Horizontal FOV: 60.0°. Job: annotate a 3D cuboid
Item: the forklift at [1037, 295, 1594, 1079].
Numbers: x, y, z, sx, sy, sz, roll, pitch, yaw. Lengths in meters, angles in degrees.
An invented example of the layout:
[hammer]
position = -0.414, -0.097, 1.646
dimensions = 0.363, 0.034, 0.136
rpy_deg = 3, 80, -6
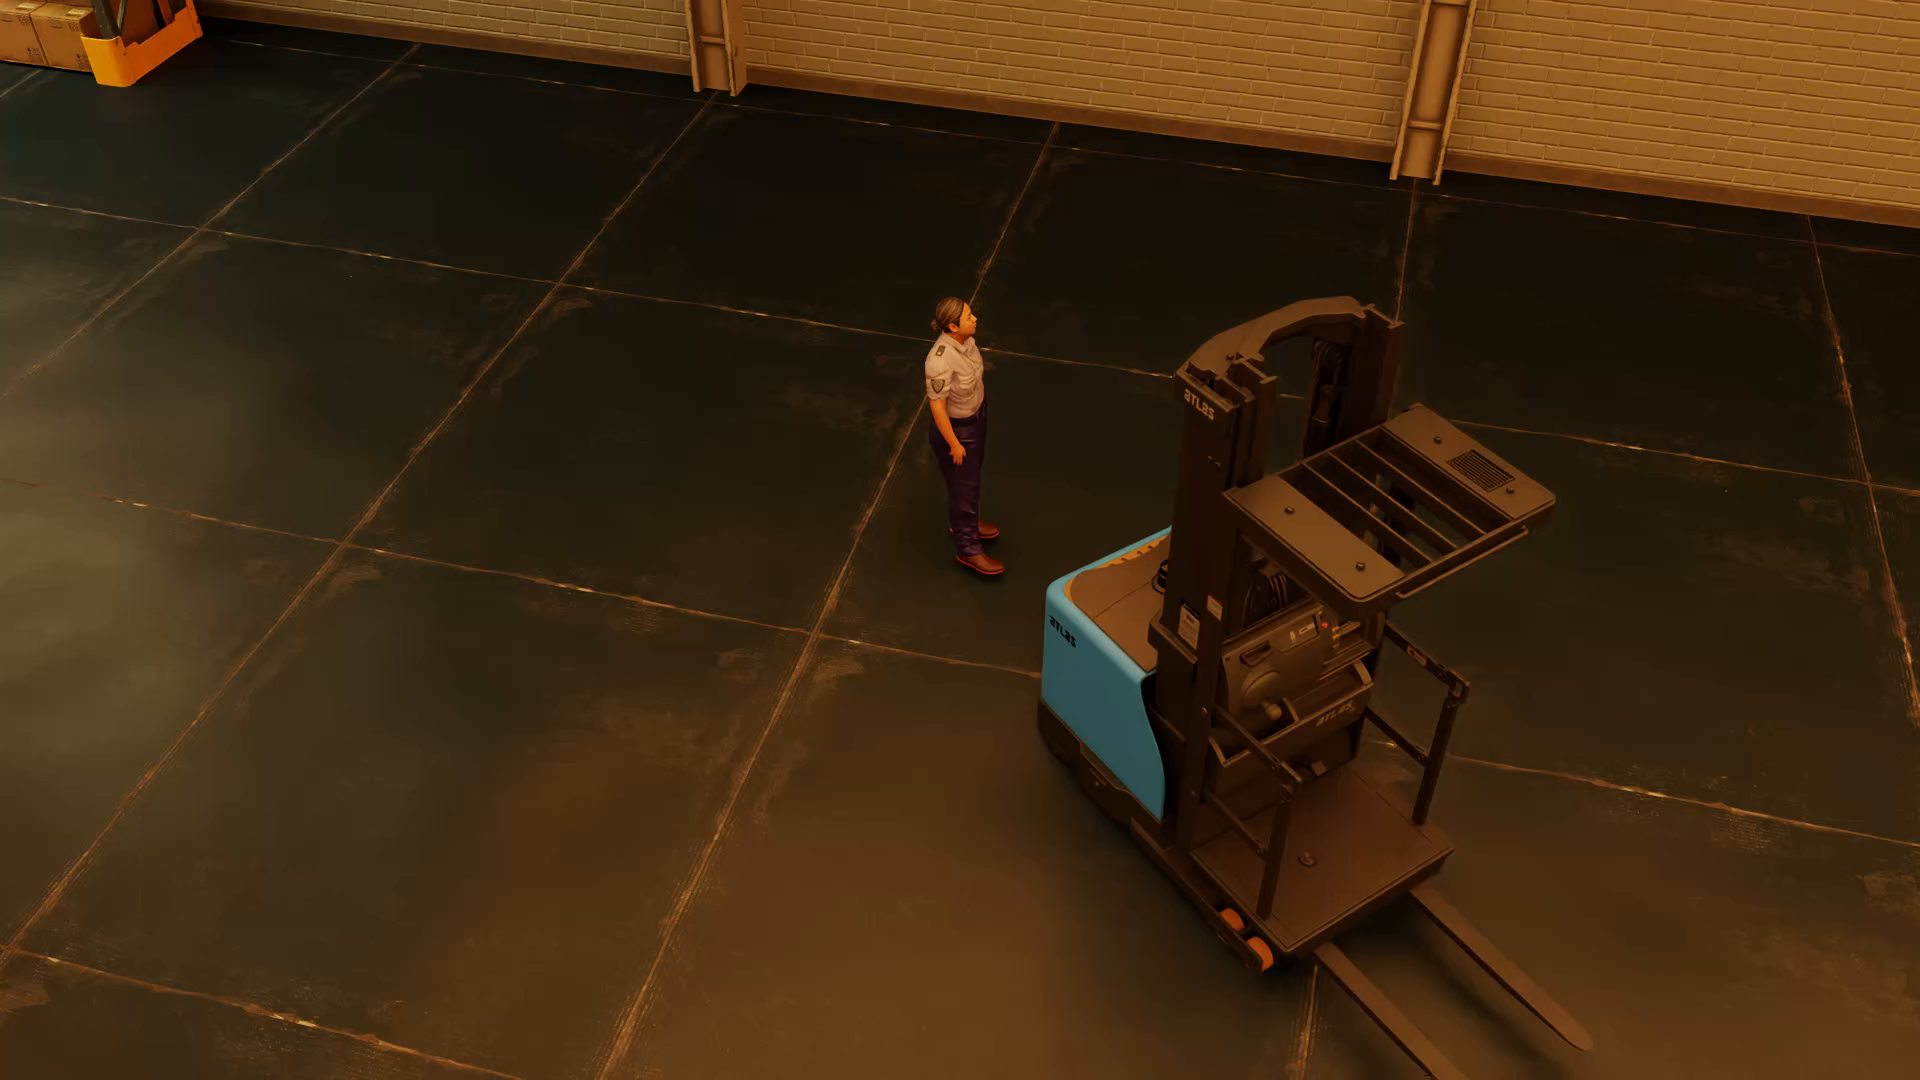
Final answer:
[forklift]
position = 1.644, 0.556, 7.227
dimensions = 1.130, 2.935, 3.031
rpy_deg = -24, 47, -25

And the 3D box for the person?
[person]
position = 0.080, -0.626, 9.477
dimensions = 0.503, 1.650, 0.599
rpy_deg = 10, 42, 11
